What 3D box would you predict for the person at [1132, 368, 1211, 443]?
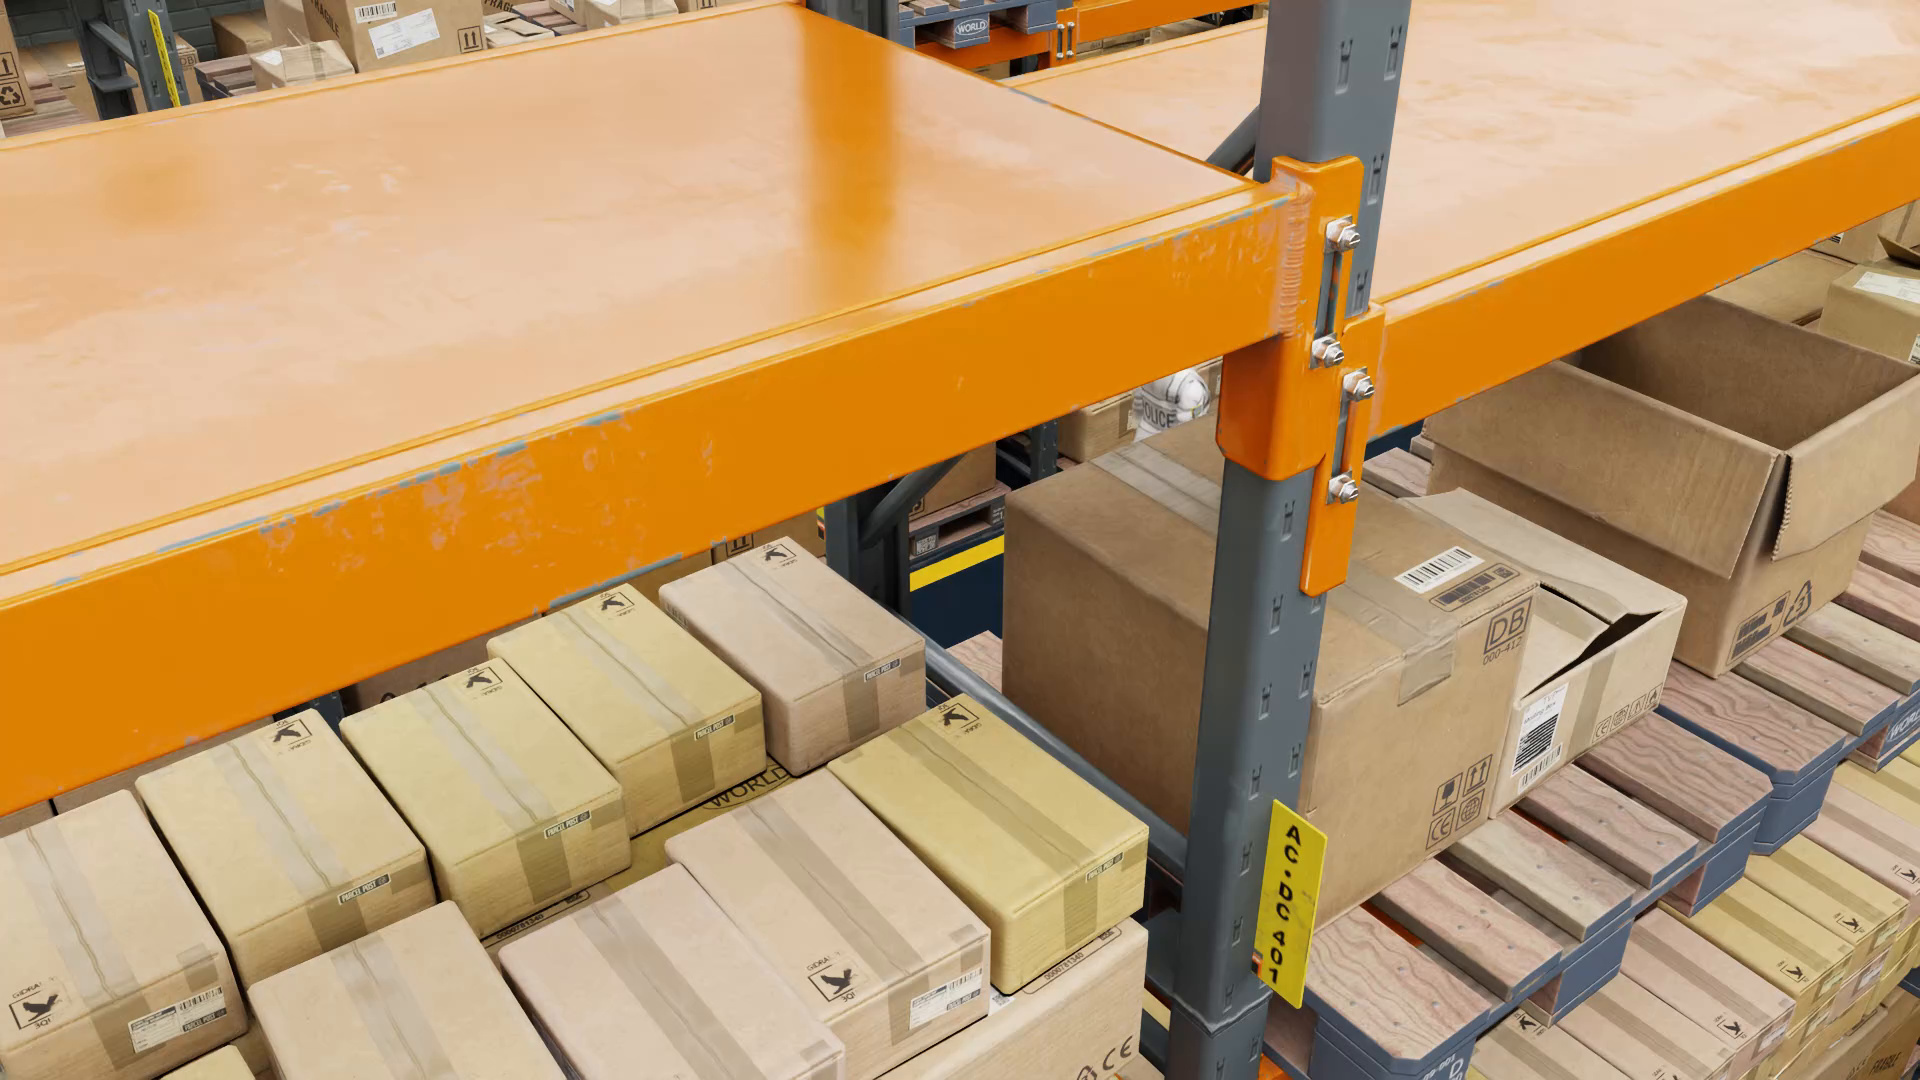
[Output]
[{"bbox_3d":[1.029,-0.384,8.221,0.345,1.685,0.473,-22,38,-30],"label":"person"}]
